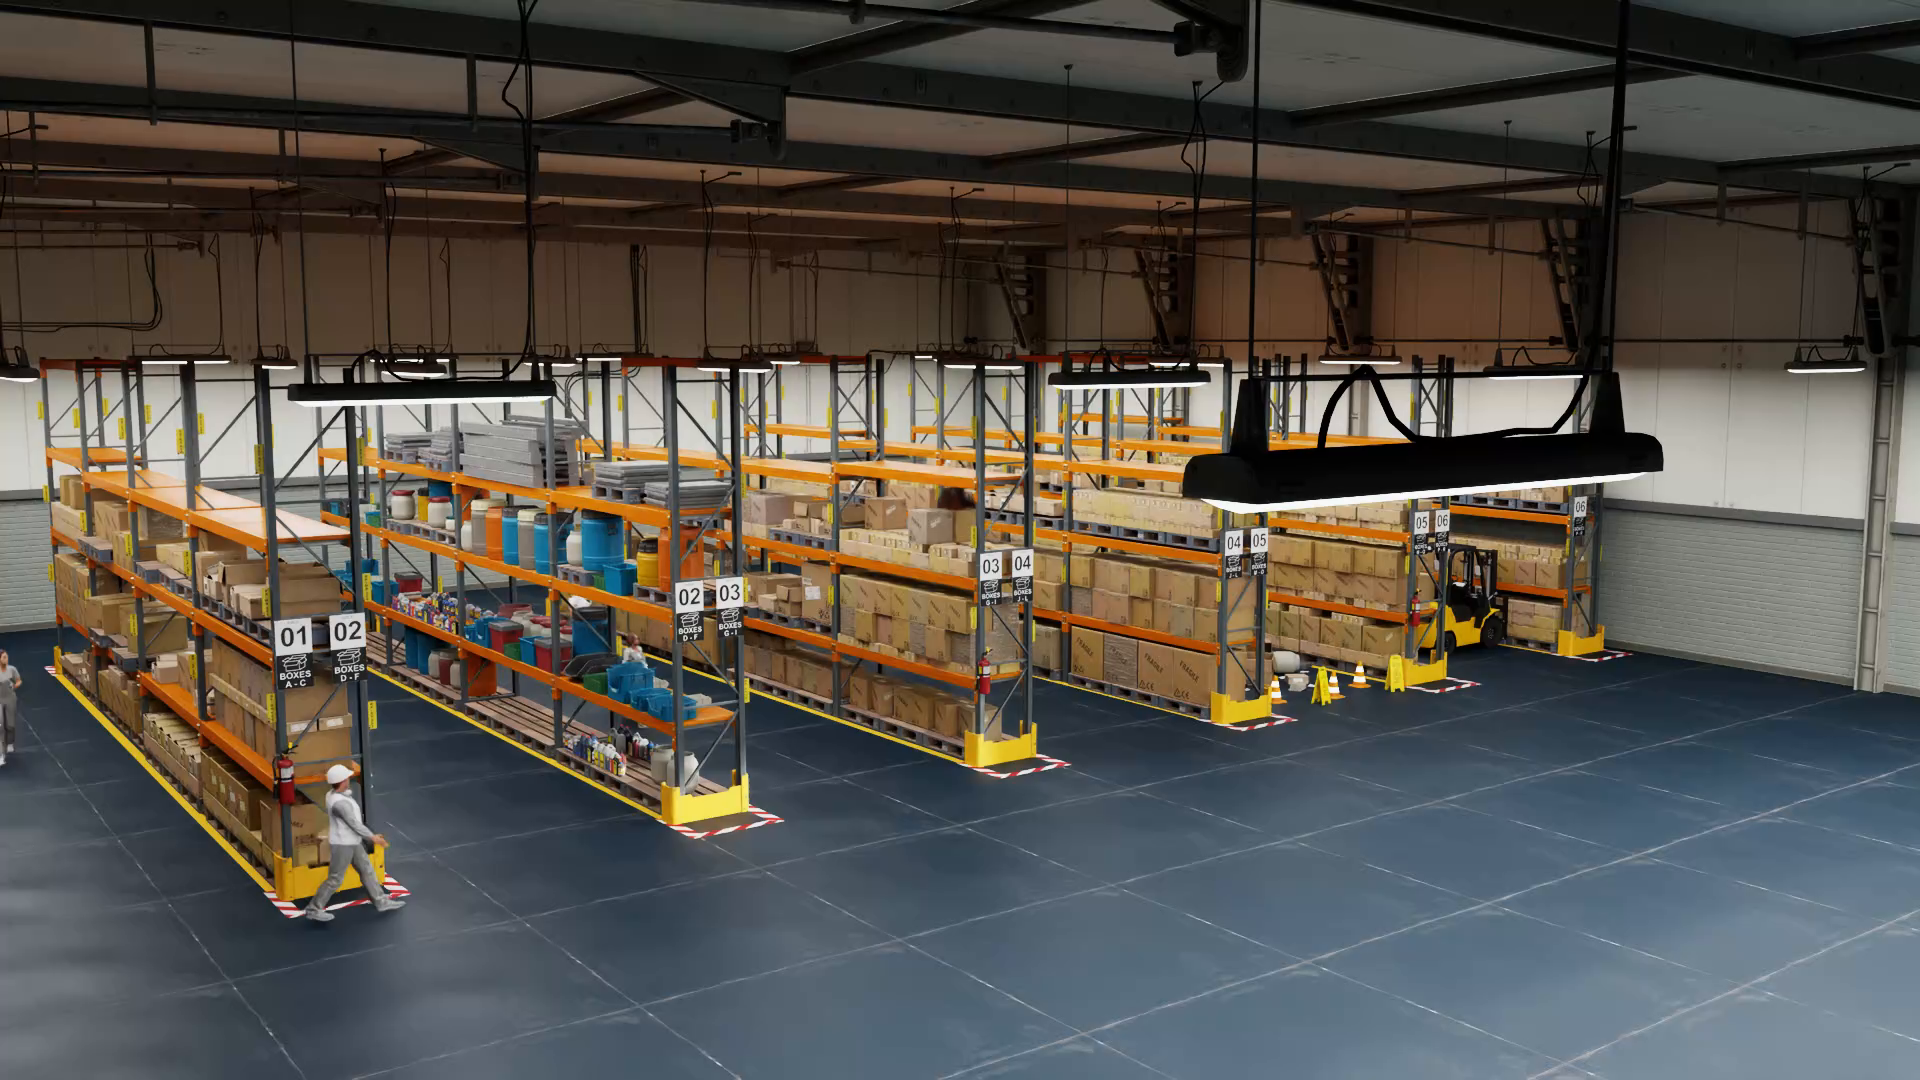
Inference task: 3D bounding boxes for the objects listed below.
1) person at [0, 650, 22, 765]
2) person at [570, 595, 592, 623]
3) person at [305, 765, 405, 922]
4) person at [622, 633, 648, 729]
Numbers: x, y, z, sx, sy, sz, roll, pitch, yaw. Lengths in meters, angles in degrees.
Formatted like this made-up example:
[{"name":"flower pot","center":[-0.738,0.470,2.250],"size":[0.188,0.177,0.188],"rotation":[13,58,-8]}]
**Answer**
[{"name":"person","center":[-14.516,2.492,25.173],"size":[0.603,1.707,0.833],"rotation":[-4,8,-32]},{"name":"person","center":[-7.384,1.622,32.416],"size":[0.485,1.631,0.665],"rotation":[-5,9,-38]},{"name":"person","center":[-6.657,3.282,18.230],"size":[1.037,1.707,0.588],"rotation":[-2,7,-19]},{"name":"person","center":[-5.348,2.282,27.346],"size":[0.490,1.540,0.915],"rotation":[-6,9,-40]}]
